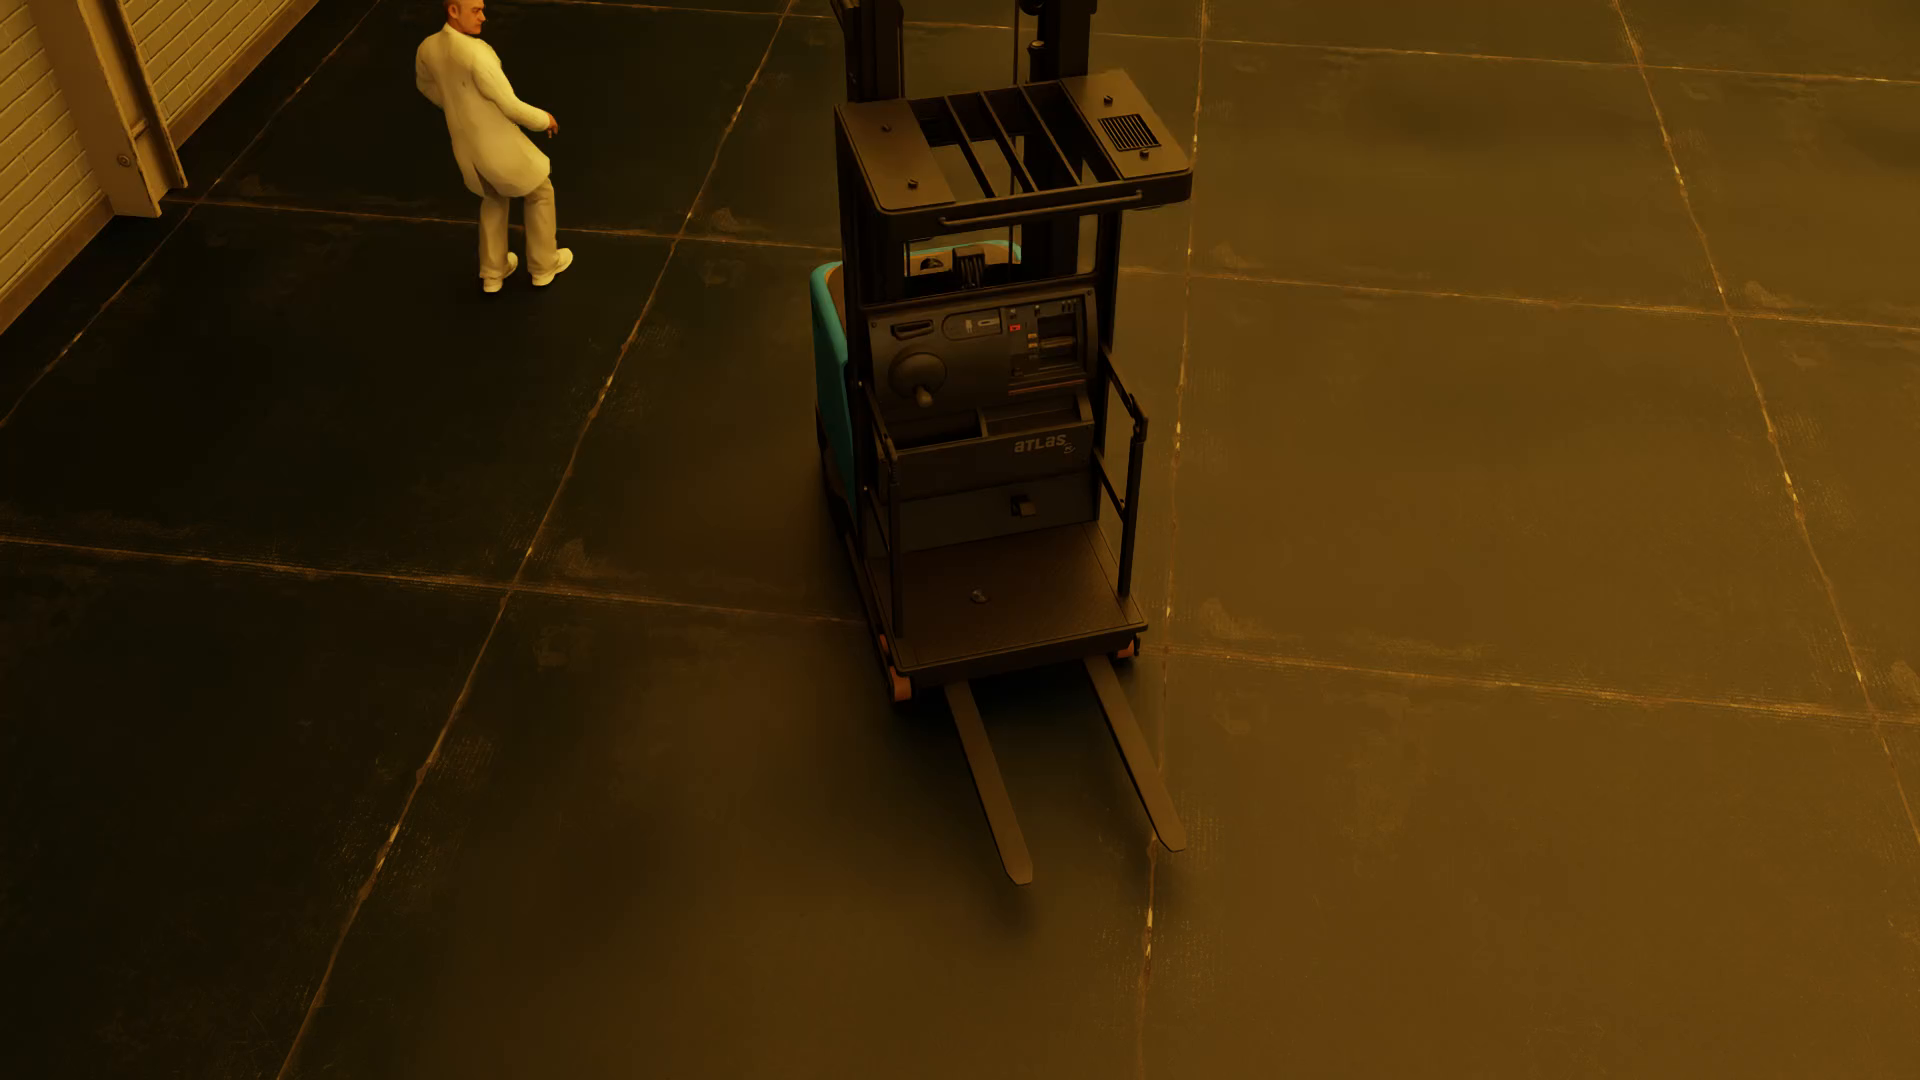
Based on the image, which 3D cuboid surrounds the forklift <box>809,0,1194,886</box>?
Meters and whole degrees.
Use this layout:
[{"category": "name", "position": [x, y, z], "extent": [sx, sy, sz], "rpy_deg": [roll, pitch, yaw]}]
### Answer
[{"category": "forklift", "position": [0.153, -0.681, 6.465], "extent": [1.130, 2.935, 3.031], "rpy_deg": [-10, 44, -11]}]

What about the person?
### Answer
[{"category": "person", "position": [-2.518, -2.168, 8.988], "extent": [0.799, 1.732, 0.548], "rpy_deg": [20, 46, 21]}]
